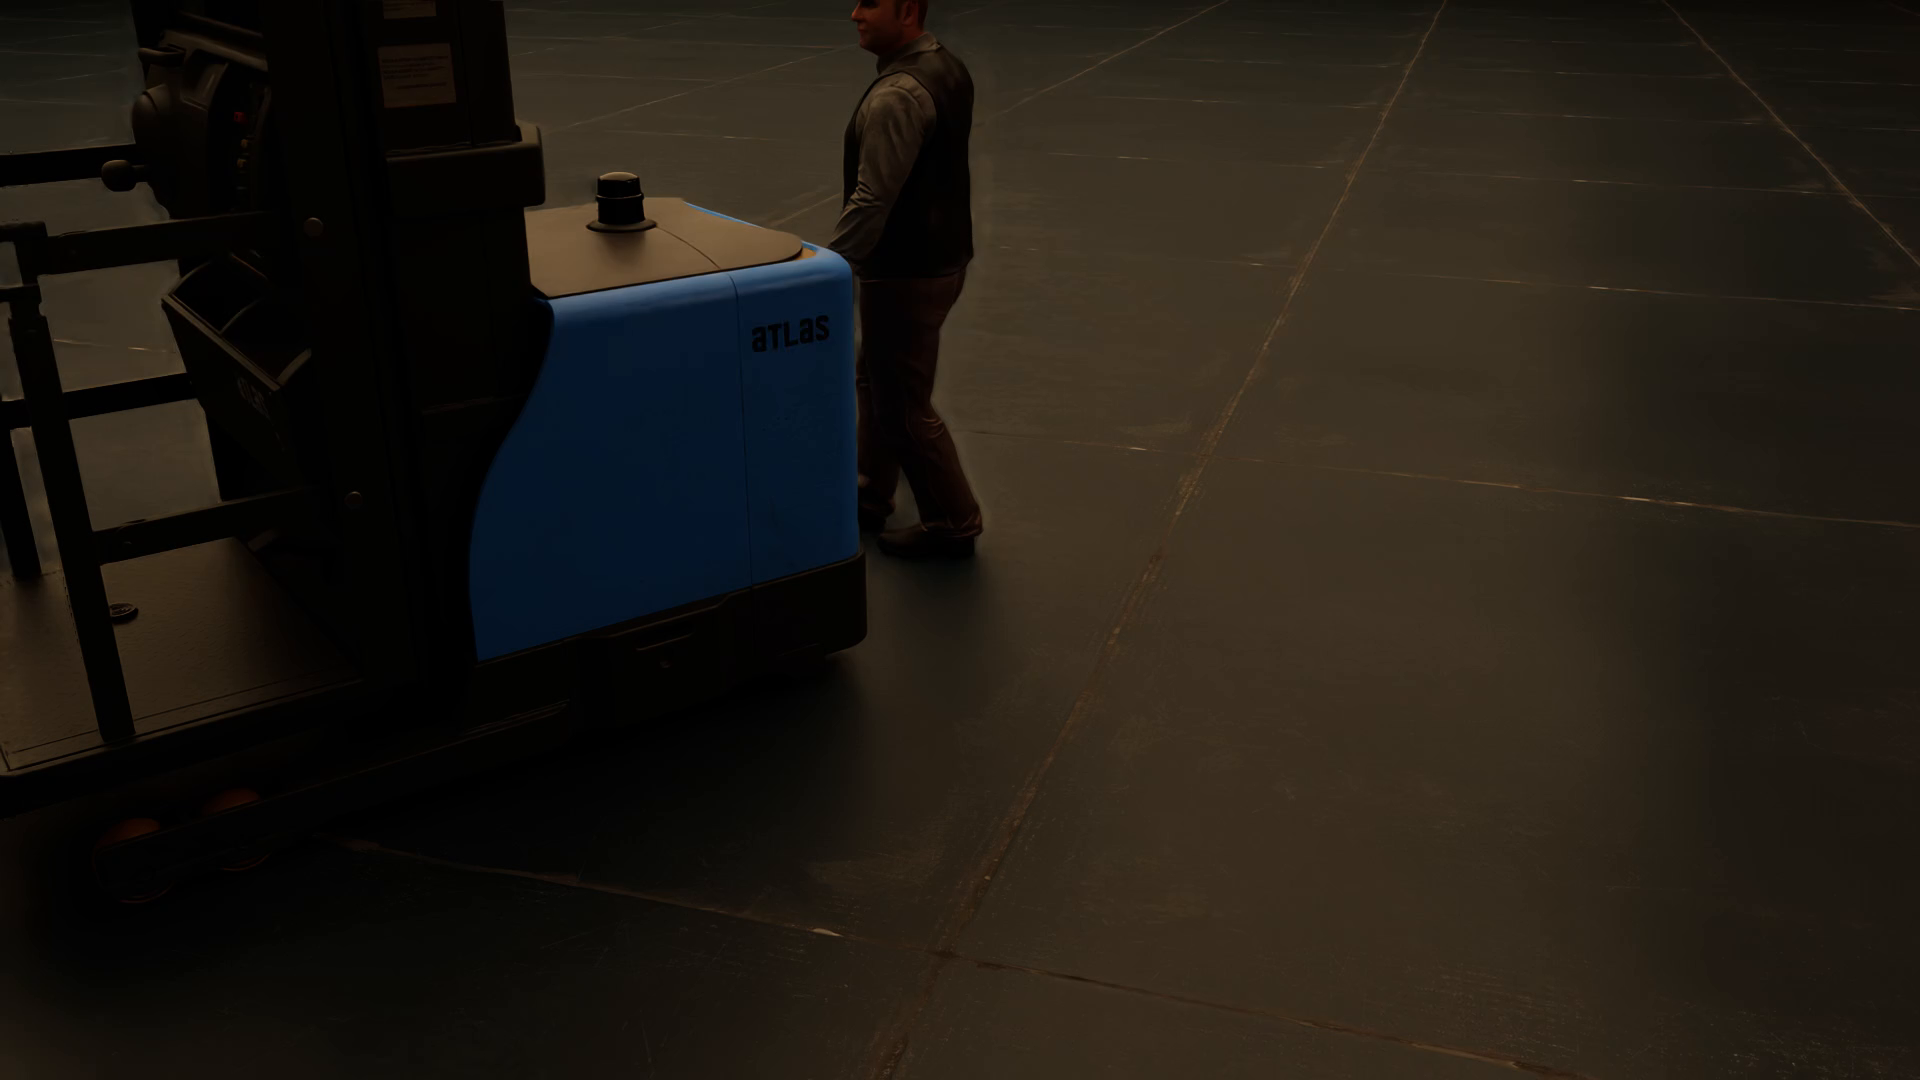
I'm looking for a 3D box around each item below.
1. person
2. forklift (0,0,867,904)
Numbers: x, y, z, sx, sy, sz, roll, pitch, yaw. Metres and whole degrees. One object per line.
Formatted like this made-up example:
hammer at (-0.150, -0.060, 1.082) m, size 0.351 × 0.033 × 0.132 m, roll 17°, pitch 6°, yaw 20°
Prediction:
person at (-0.252, -0.762, 4.746) m, size 0.602 × 1.712 × 0.692 m, roll 5°, pitch 23°, yaw 11°
forklift at (-1.728, -0.852, 3.342) m, size 3.031 × 2.935 × 1.130 m, roll -16°, pitch 27°, yaw -33°
